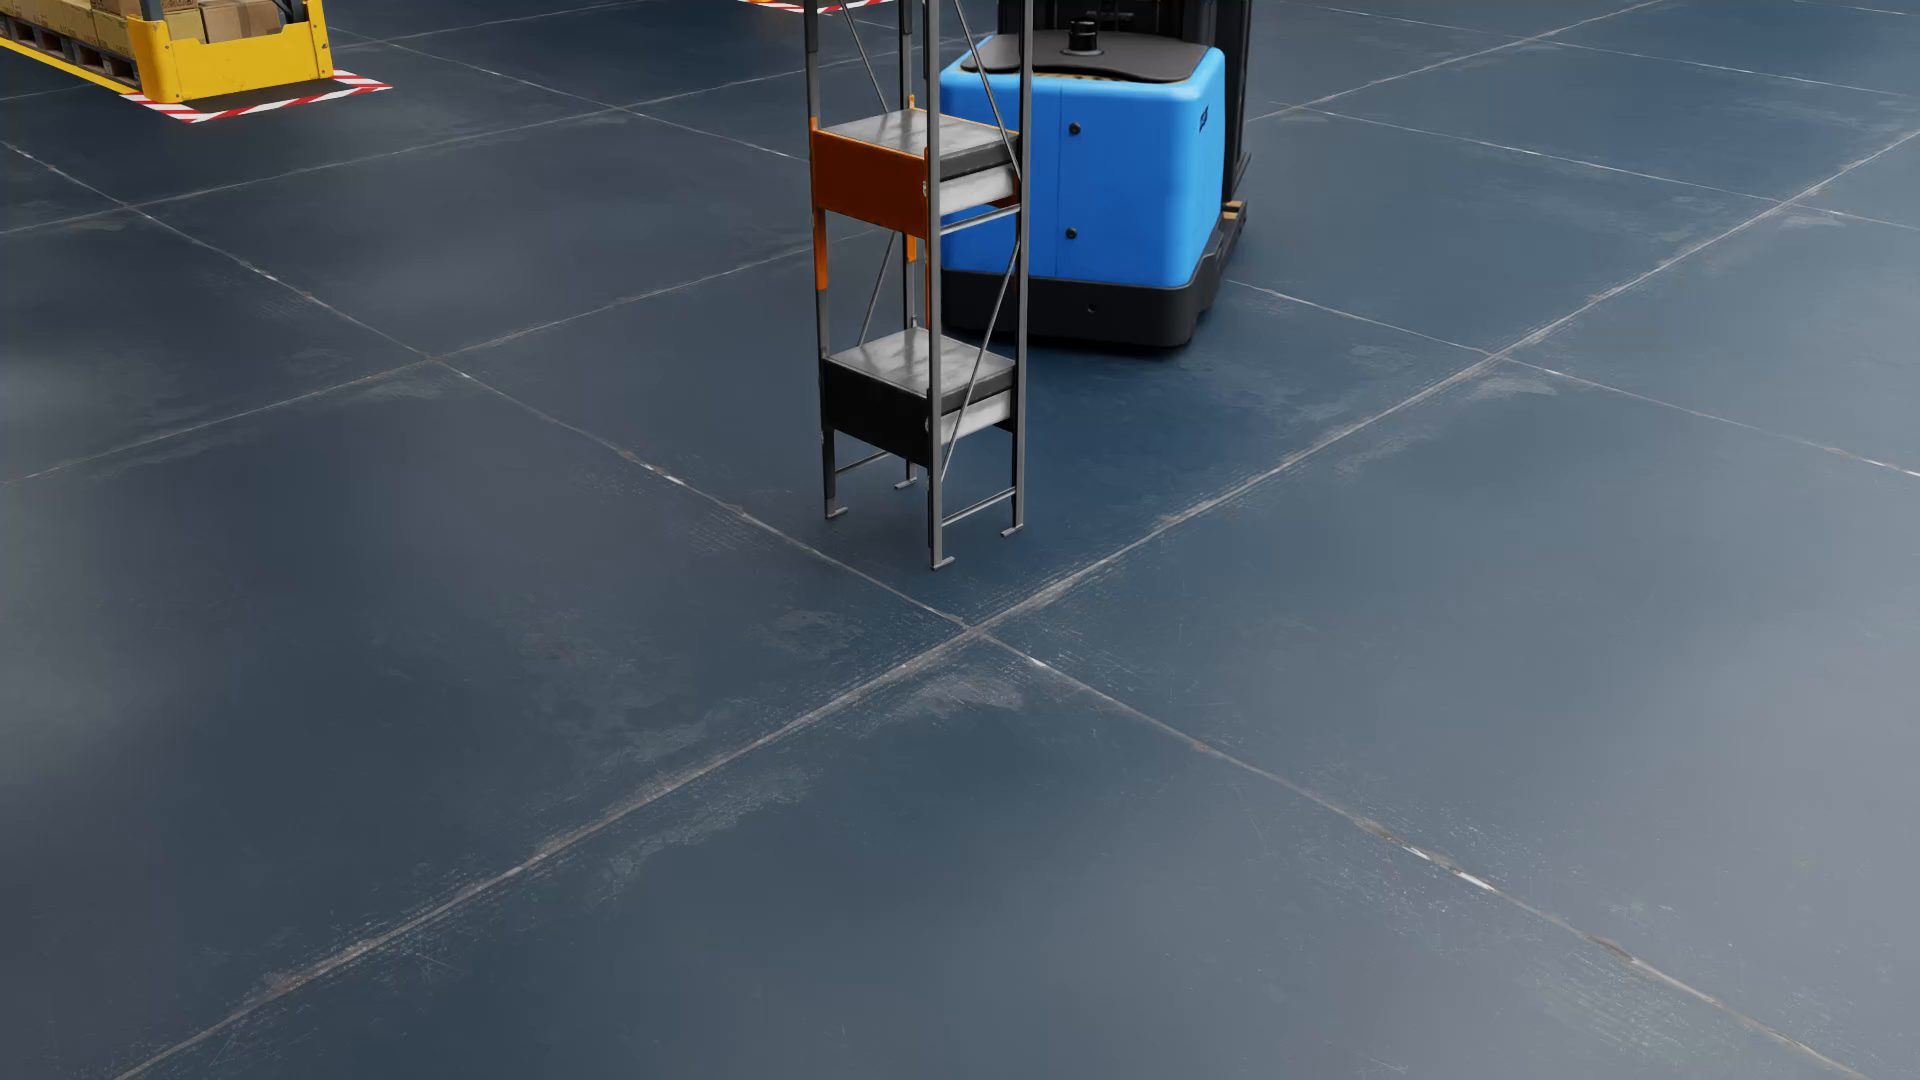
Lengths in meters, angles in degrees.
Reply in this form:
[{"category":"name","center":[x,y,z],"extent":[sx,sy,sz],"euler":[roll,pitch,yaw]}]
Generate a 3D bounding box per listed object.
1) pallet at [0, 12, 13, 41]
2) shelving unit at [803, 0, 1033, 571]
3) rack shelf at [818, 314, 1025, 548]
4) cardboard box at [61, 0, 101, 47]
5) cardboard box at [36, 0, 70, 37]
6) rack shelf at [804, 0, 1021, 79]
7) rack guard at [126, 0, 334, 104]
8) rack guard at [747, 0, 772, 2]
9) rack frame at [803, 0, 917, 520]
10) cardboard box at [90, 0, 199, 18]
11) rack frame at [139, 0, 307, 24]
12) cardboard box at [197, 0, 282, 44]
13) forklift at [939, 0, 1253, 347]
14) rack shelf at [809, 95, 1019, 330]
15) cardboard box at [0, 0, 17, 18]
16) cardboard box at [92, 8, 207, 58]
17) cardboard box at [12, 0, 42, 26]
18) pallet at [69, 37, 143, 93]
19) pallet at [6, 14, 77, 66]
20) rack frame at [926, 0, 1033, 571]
[{"category":"pallet","center":[-7.053,-4.120,12.858],"extent":[1.213,0.211,1.003],"euler":[25,36,38]},{"category":"shelving unit","center":[-0.118,-0.983,4.864],"extent":[0.503,2.100,0.431],"euler":[25,36,38]},{"category":"rack shelf","center":[-0.118,-0.352,5.196],"extent":[0.480,0.518,0.431],"euler":[25,36,38]},{"category":"cardboard box","center":[-5.693,-3.527,11.238],"extent":[0.500,0.250,0.500],"euler":[25,36,38]},{"category":"cardboard box","center":[-6.051,-3.690,11.547],"extent":[0.500,0.250,0.500],"euler":[25,36,38]},{"category":"rack shelf","center":[-0.118,-1.591,4.545],"extent":[0.480,0.518,0.431],"euler":[25,36,38]},{"category":"rack guard","center":[-4.722,-3.208,10.814],"extent":[0.348,0.500,1.175],"euler":[25,36,38]},{"category":"rack guard","center":[-1.351,-4.868,13.970],"extent":[0.348,0.500,1.175],"euler":[25,36,38]},{"category":"rack frame","center":[-0.292,-1.063,5.015],"extent":[0.015,2.100,0.400],"euler":[25,36,38]},{"category":"cardboard box","center":[-5.330,-3.699,10.759],"extent":[0.500,0.500,0.500],"euler":[25,36,38]},{"category":"rack frame","center":[-4.739,-4.322,10.247],"extent":[0.127,3.000,1.000],"euler":[25,36,38]},{"category":"cardboard box","center":[-4.965,-3.540,11.262],"extent":[0.500,0.250,0.500],"euler":[25,36,38]},{"category":"forklift","center":[0.768,-2.726,7.284],"extent":[1.130,2.935,3.031],"euler":[7,29,13]},{"category":"rack shelf","center":[-0.118,-0.971,4.870],"extent":[0.480,0.518,0.431],"euler":[25,36,38]},{"category":"cardboard box","center":[-6.767,-4.015,12.165],"extent":[0.500,0.250,0.500],"euler":[25,36,38]},{"category":"cardboard box","center":[-5.328,-3.368,10.935],"extent":[0.500,0.250,0.500],"euler":[25,36,38]},{"category":"cardboard box","center":[-6.406,-3.853,11.859],"extent":[0.500,0.250,0.500],"euler":[25,36,38]},{"category":"pallet","center":[-5.314,-3.324,11.344],"extent":[1.213,0.211,1.003],"euler":[25,36,38]},{"category":"pallet","center":[-6.179,-3.722,12.101],"extent":[1.213,0.211,1.003],"euler":[25,36,38]},{"category":"rack frame","center":[0.056,-0.904,4.713],"extent":[0.015,2.100,0.400],"euler":[25,36,38]}]
